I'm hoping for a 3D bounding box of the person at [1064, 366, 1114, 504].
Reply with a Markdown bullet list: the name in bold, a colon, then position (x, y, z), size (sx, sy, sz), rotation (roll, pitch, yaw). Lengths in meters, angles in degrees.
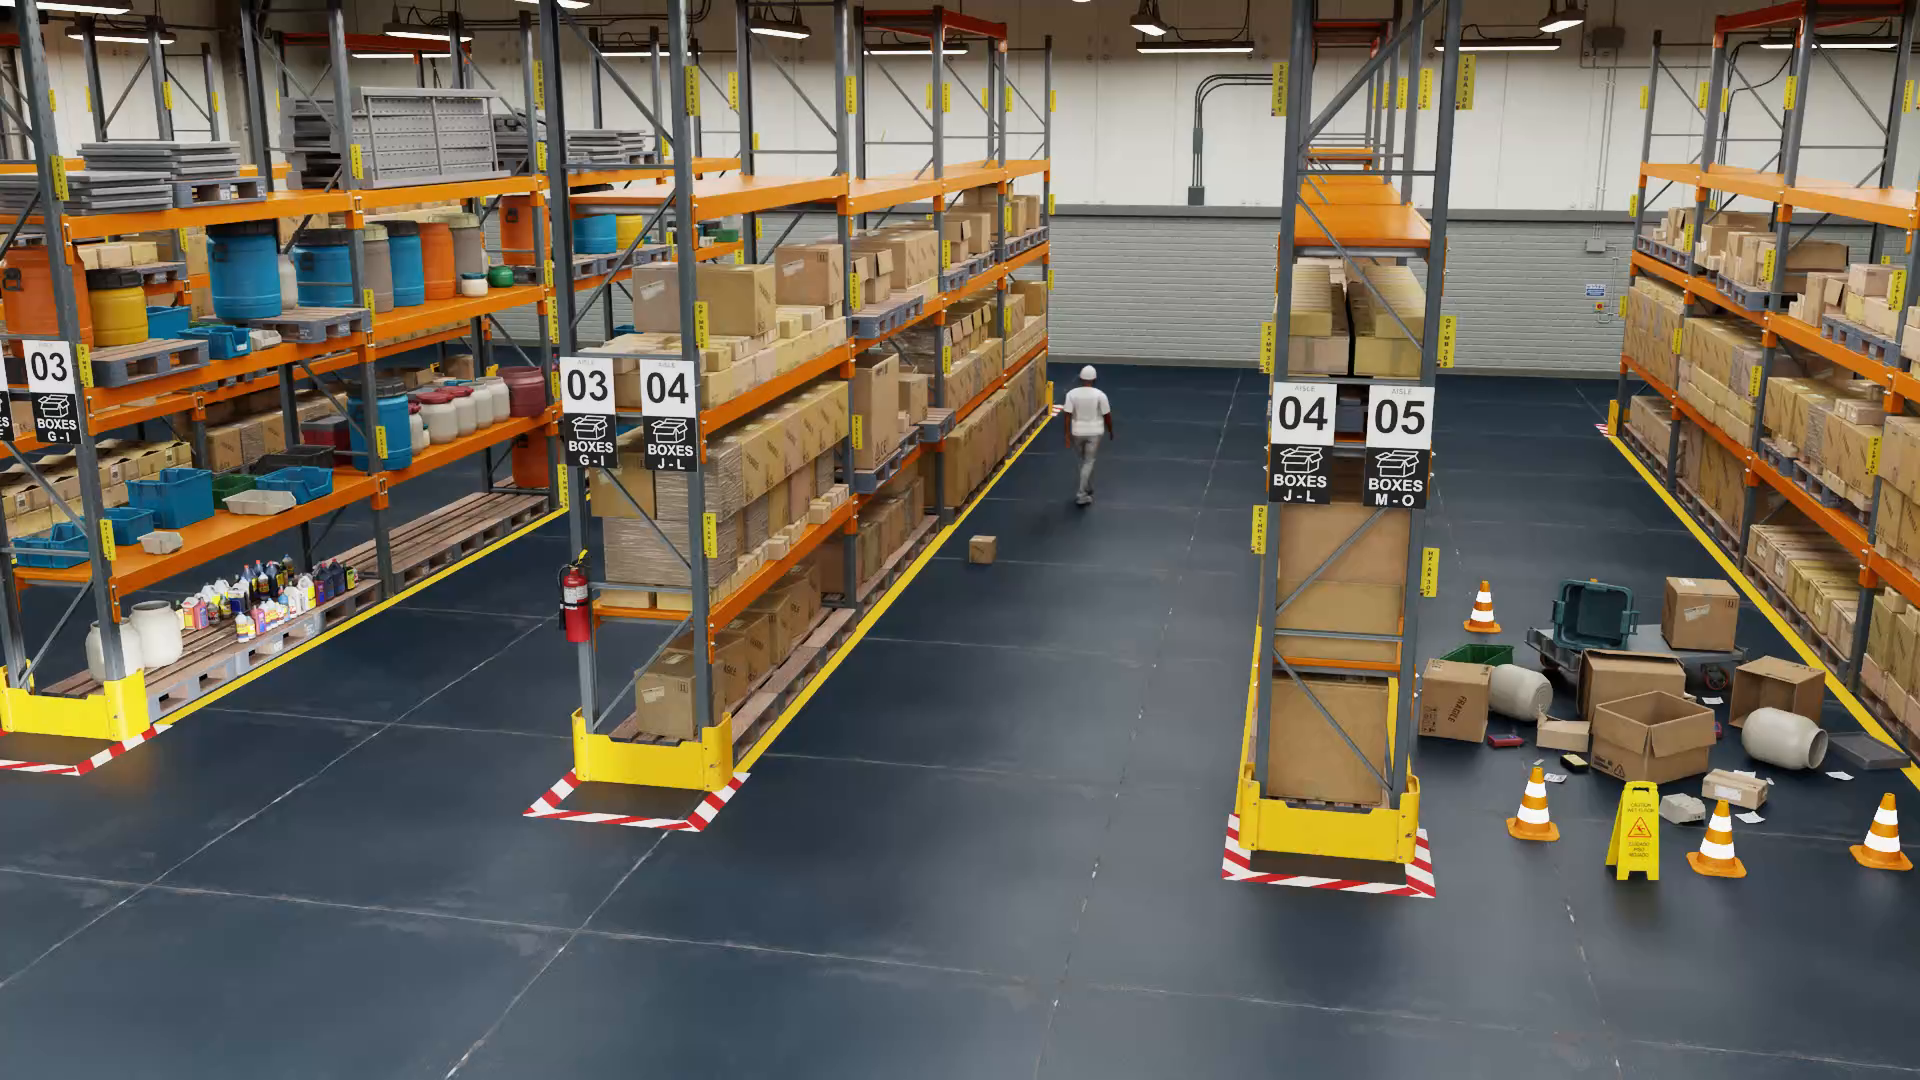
- **person**: position (1.676, -1.383, 21.224), size (0.567, 1.725, 0.936), rotation (7, 16, 25)
